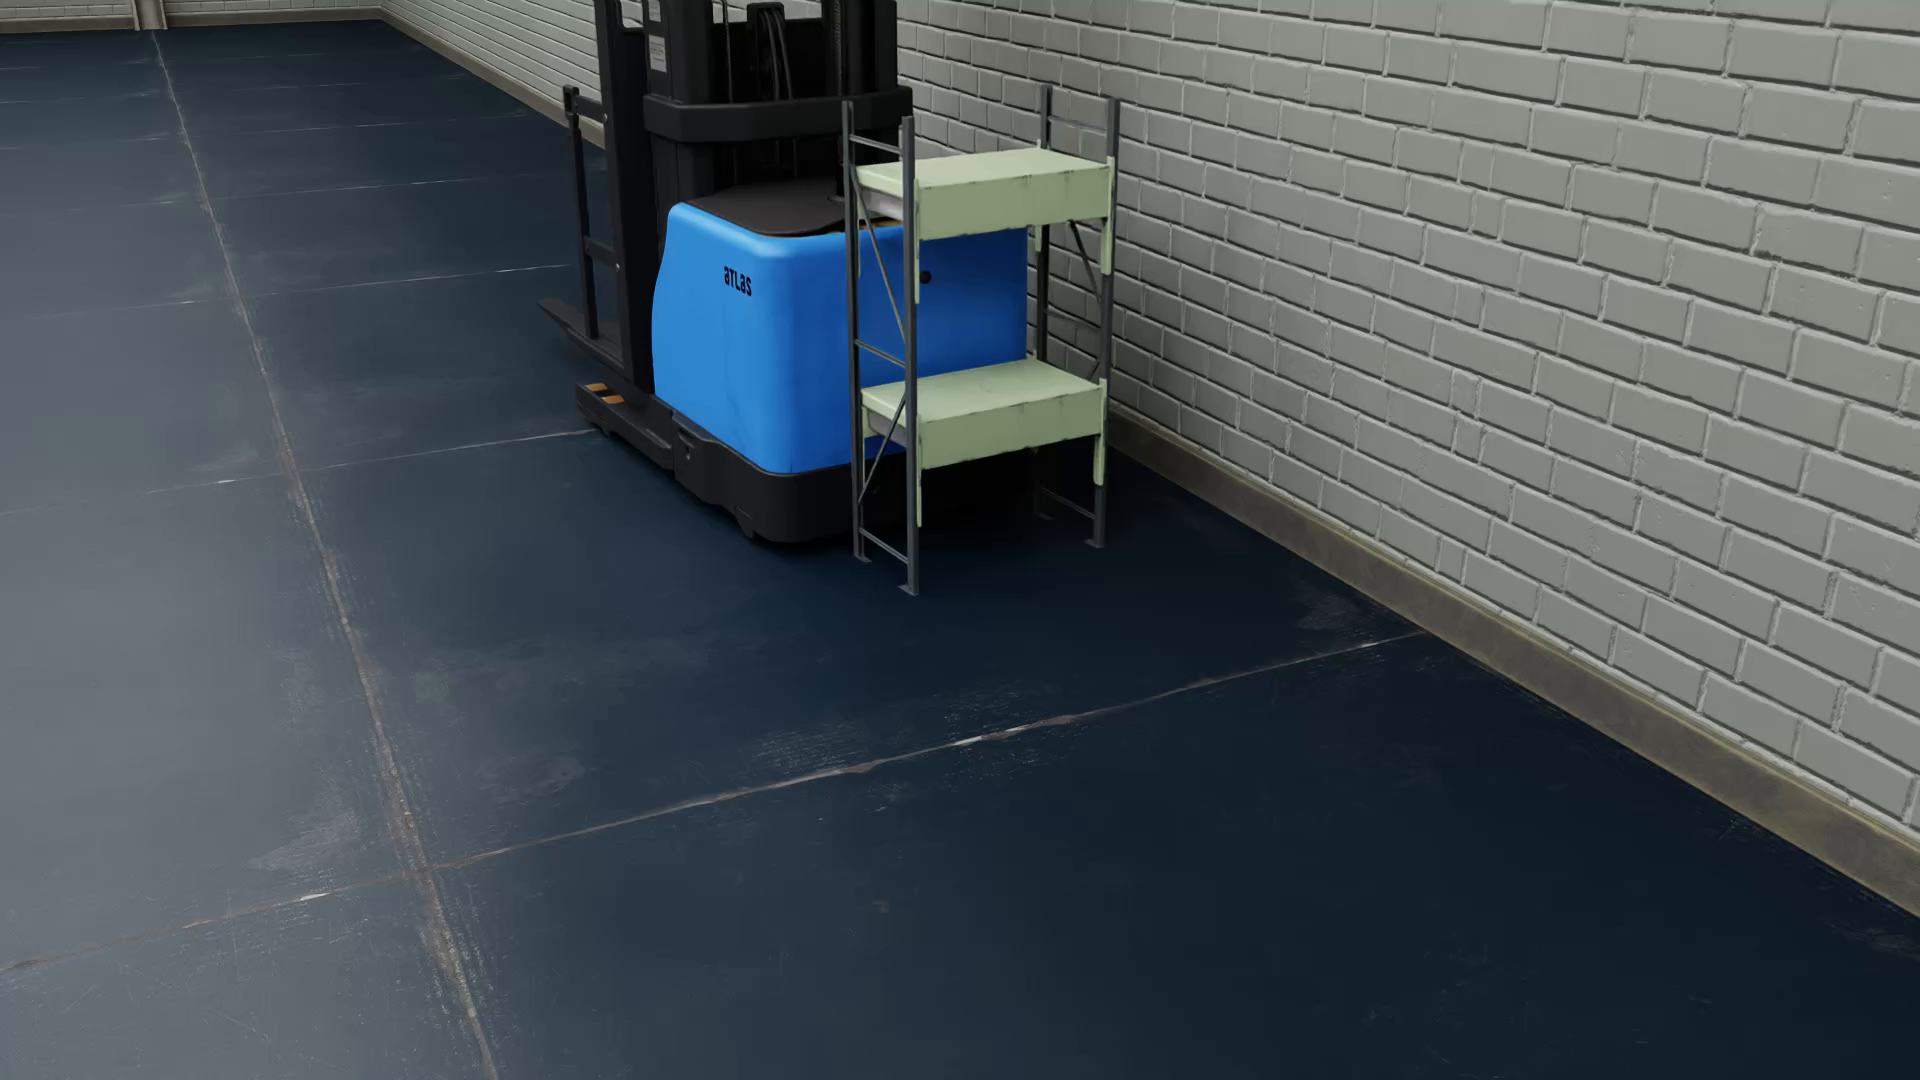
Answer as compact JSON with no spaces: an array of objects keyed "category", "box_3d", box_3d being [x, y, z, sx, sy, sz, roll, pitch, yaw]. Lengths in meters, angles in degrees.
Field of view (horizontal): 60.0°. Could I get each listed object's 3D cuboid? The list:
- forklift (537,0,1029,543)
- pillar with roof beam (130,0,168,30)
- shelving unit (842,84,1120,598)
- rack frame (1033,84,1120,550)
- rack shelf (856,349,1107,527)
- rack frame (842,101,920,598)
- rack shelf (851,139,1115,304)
[{"category":"forklift","box_3d":[-0.944,-1.862,6.415,1.130,2.935,3.031,-13,26,-29]},{"category":"pillar with roof beam","box_3d":[-9.004,-9.549,17.053,0.400,9.000,9.100,-10,25,-24]},{"category":"shelving unit","box_3d":[0.067,-0.650,5.360,0.755,1.500,0.431,-13,26,-29]},{"category":"rack frame","box_3d":[0.378,-0.724,5.538,0.023,1.500,0.400,-13,26,-29]},{"category":"rack shelf","box_3d":[0.067,-0.349,5.485,0.720,0.370,0.431,-13,26,-29]},{"category":"rack frame","box_3d":[-0.244,-0.576,5.182,0.023,1.500,0.400,-13,26,-29]},{"category":"rack shelf","box_3d":[0.067,-1.011,5.211,0.720,0.370,0.431,-13,26,-29]}]
